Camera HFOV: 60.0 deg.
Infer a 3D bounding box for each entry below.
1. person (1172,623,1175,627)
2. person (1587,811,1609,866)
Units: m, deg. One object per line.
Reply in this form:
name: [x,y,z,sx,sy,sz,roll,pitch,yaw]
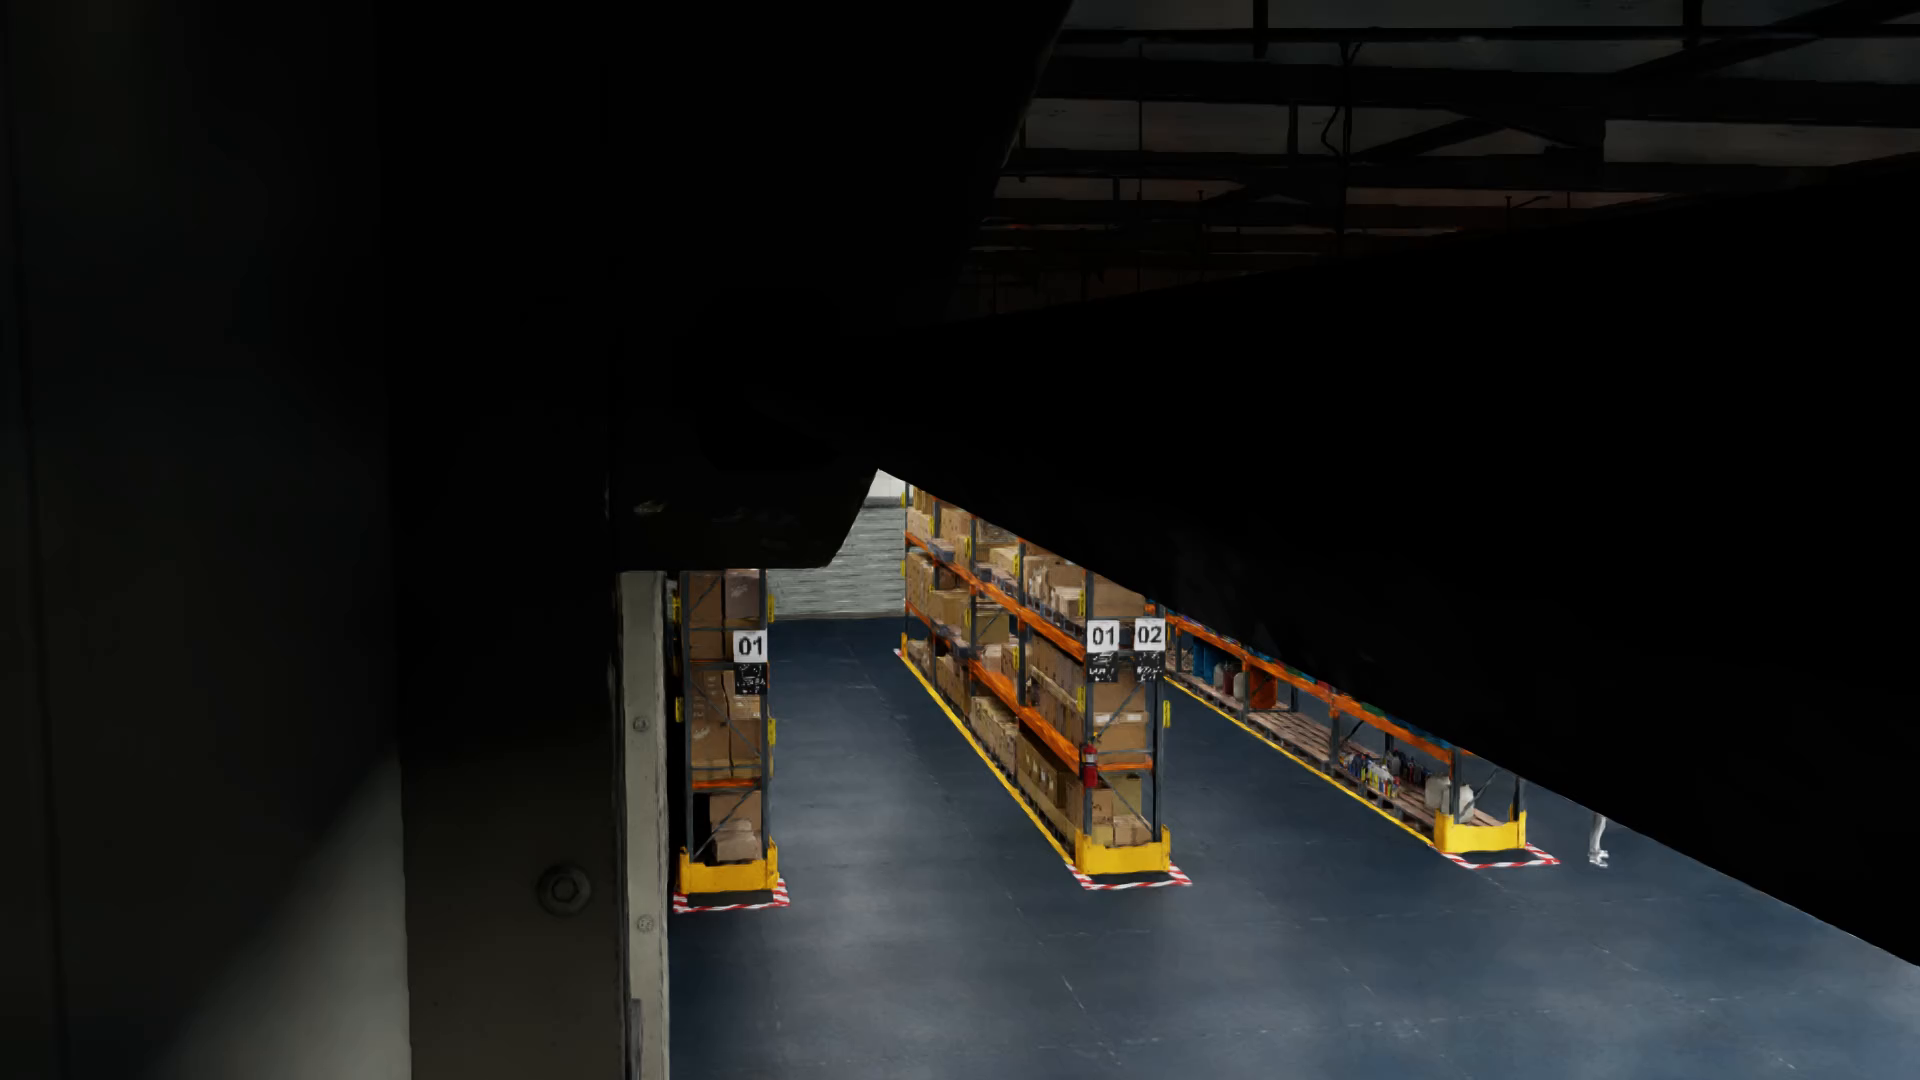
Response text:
person: [4.986,1.306,40.462,0.441,1.650,0.612,-5,8,-42]
person: [8.207,3.320,21.243,0.349,1.603,0.528,0,6,4]
